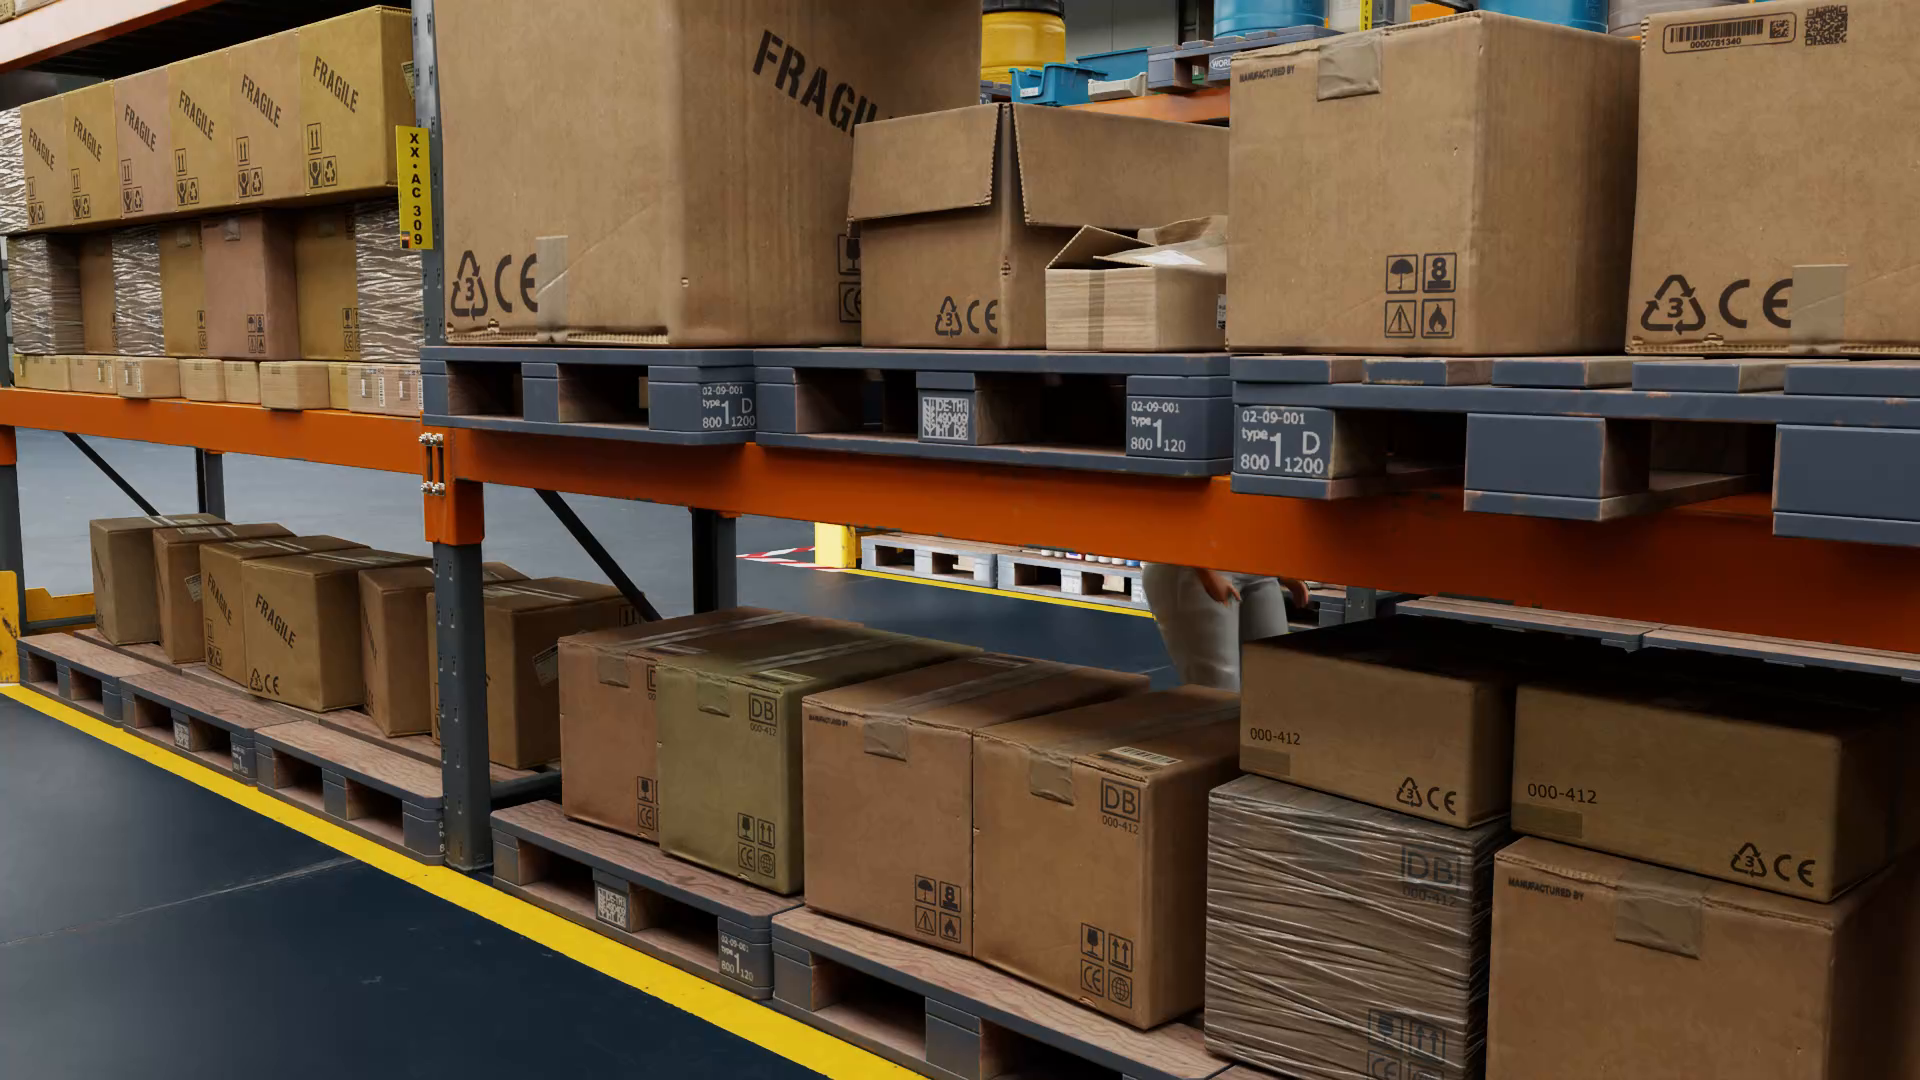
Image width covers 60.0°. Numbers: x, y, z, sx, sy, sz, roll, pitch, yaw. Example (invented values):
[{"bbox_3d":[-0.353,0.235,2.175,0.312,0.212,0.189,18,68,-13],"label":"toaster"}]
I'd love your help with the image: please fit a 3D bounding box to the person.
[{"bbox_3d":[0.824,0.115,5.086,0.496,1.621,0.479,-7,10,-44],"label":"person"}]
